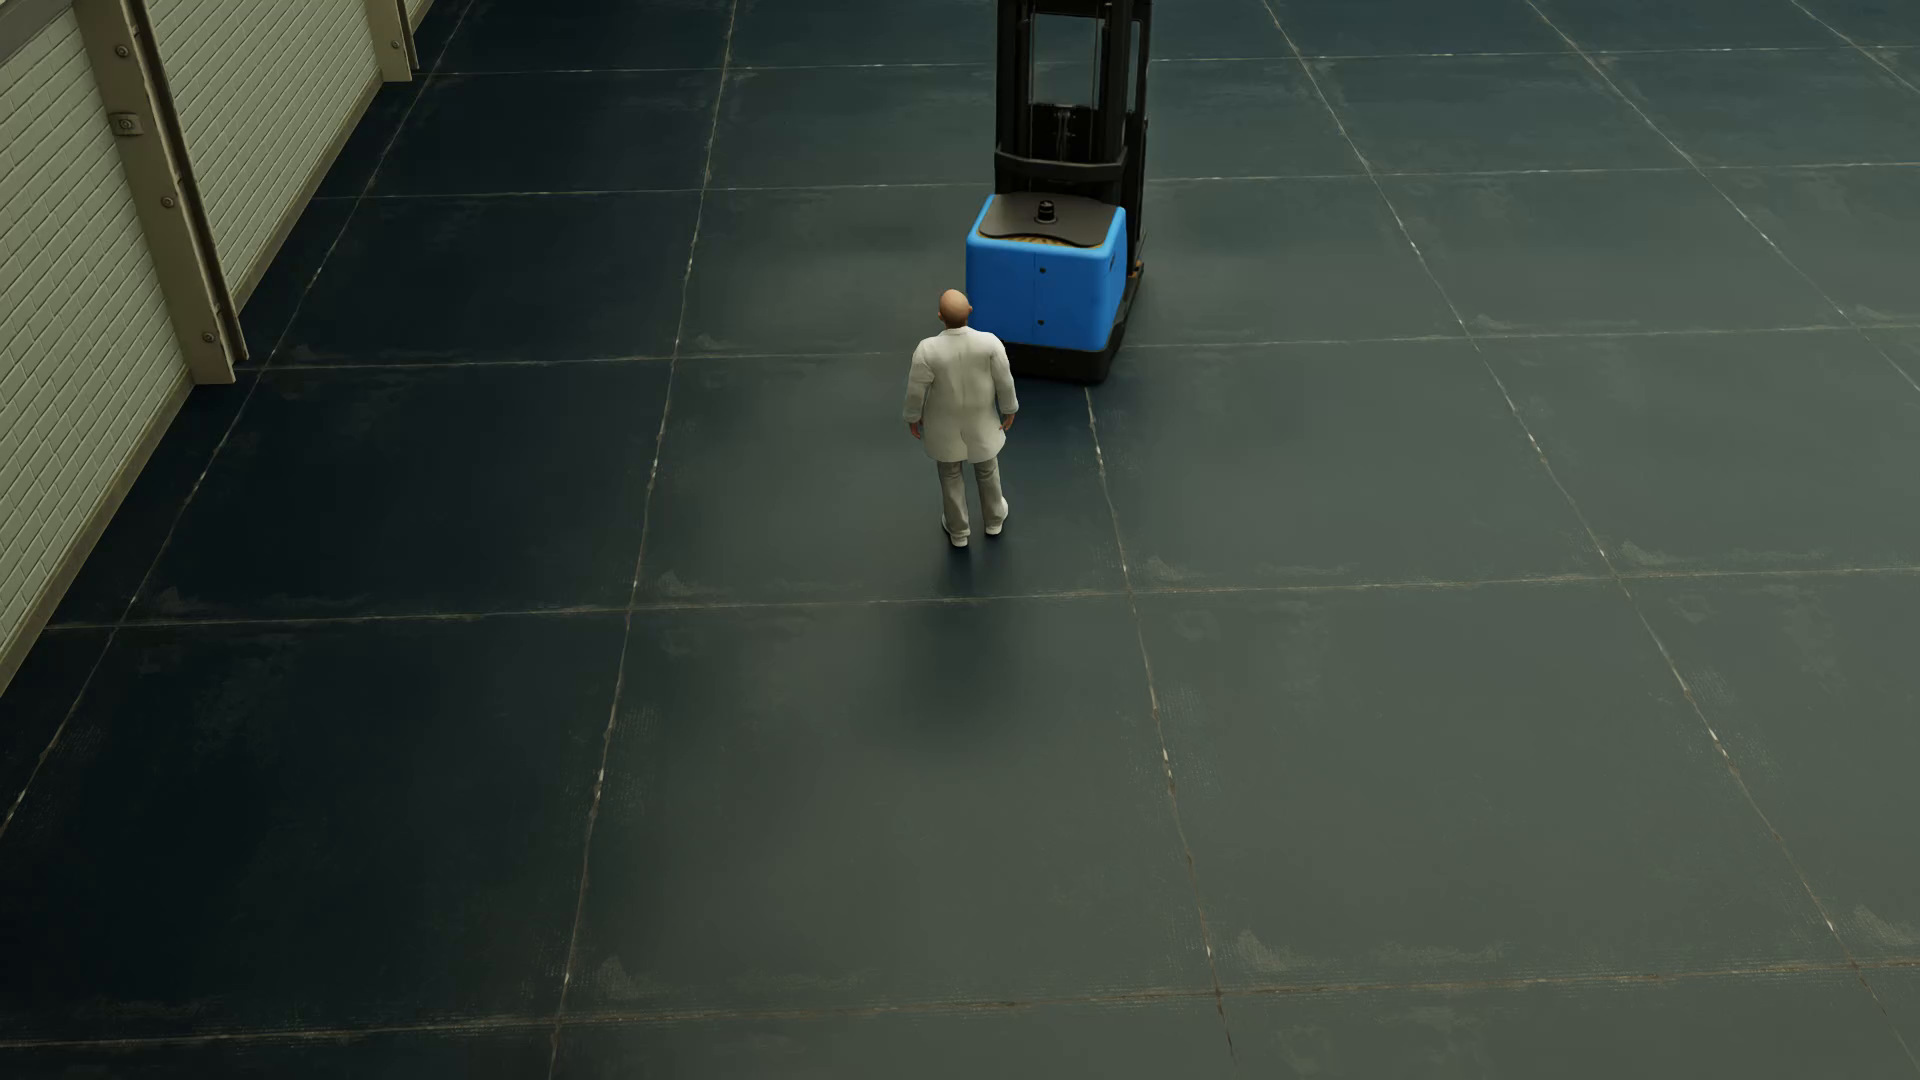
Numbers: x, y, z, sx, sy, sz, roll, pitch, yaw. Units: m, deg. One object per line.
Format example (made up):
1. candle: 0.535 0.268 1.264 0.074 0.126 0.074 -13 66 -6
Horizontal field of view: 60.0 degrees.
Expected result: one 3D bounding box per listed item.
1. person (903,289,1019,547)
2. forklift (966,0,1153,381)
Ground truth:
1. person: 0.000 -0.777 10.046 0.696 1.775 0.581 -2 36 -2
2. forklift: 0.862 -3.194 12.395 1.130 2.935 3.031 8 37 11
